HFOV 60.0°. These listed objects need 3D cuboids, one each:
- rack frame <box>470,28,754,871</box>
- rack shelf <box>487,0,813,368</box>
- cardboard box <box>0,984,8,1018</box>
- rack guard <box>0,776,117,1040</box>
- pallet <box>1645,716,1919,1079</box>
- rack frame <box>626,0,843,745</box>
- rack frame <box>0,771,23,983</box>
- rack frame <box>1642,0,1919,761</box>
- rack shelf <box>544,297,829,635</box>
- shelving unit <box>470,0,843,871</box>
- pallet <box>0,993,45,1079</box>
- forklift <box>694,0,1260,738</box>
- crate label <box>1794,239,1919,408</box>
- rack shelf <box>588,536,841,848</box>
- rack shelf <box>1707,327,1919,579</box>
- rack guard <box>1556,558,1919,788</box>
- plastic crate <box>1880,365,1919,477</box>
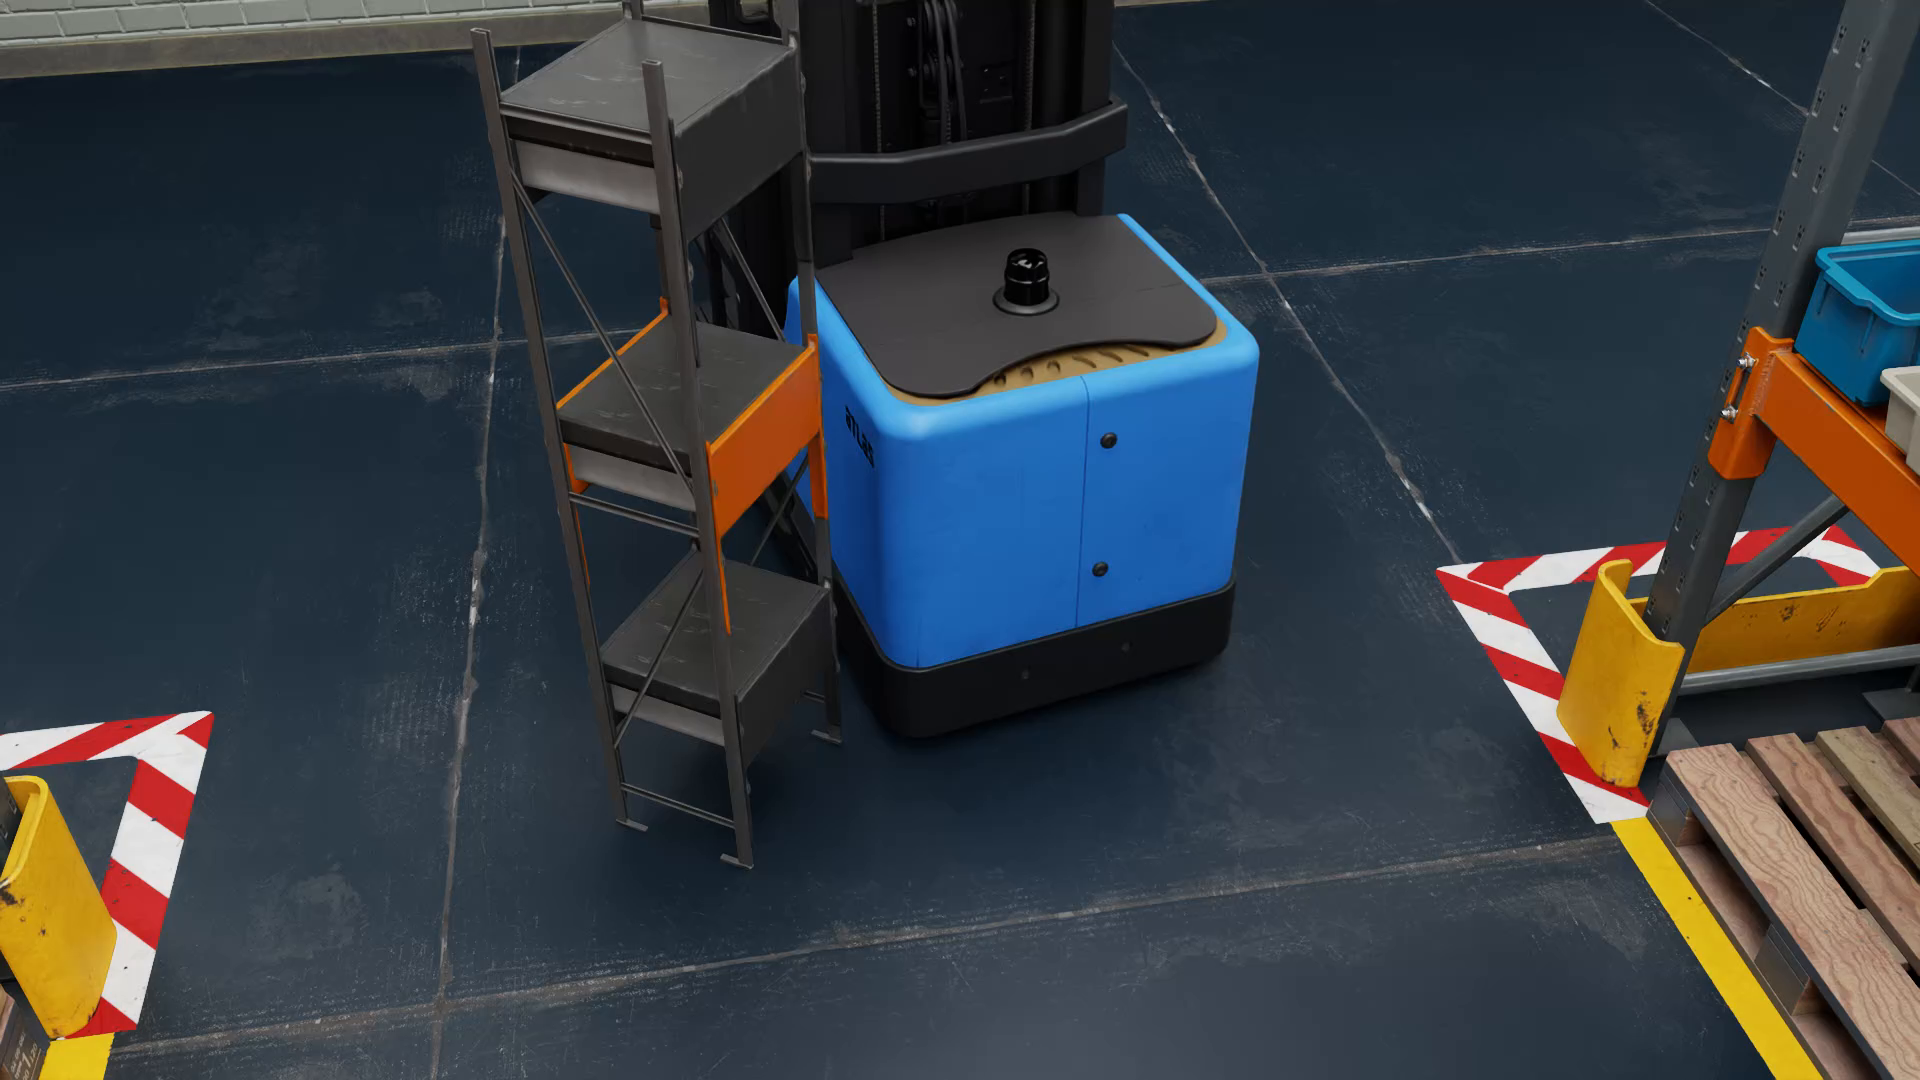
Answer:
[{"bbox_3d":[-0.704,-0.050,3.603,0.400,2.100,0.015,15,40,19],"label":"rack frame"},{"bbox_3d":[-0.605,-0.729,3.358,0.431,0.518,0.480,15,40,19],"label":"rack shelf"},{"bbox_3d":[-2.269,0.972,3.233,0.500,0.500,0.500,-6,38,-8],"label":"cardboard box"},{"bbox_3d":[-2.593,0.889,3.698,1.175,0.500,0.348,-6,38,-8],"label":"rack guard"},{"bbox_3d":[2.377,0.929,3.882,1.003,0.211,1.213,-6,38,-8],"label":"pallet"},{"bbox_3d":[-0.506,-0.324,3.955,0.400,2.100,0.015,15,40,19],"label":"rack frame"},{"bbox_3d":[-2.606,-0.144,2.990,1.000,3.000,0.127,-6,38,-8],"label":"rack frame"},{"bbox_3d":[2.271,-0.674,3.673,1.000,3.000,0.127,-6,38,-8],"label":"rack frame"},{"bbox_3d":[-0.605,-0.176,3.788,0.431,0.518,0.480,15,40,19],"label":"rack shelf"},{"bbox_3d":[-0.605,-0.187,3.779,0.431,2.100,0.503,15,40,19],"label":"shelving unit"},{"bbox_3d":[-2.452,1.485,3.167,1.003,0.211,1.213,-6,38,-8],"label":"pallet"},{"bbox_3d":[-0.242,-1.533,4.834,1.130,2.935,3.031,-14,40,-17],"label":"forklift"},{"bbox_3d":[1.990,-0.447,3.468,0.416,0.233,0.303,-6,38,-8],"label":"crate label"},{"bbox_3d":[-0.605,0.376,4.217,0.431,0.518,0.480,15,40,19],"label":"rack shelf"},{"bbox_3d":[2.622,0.818,2.339,1.077,0.370,4.000,-6,38,-8],"label":"rack shelf"},{"bbox_3d":[2.254,0.300,4.457,1.175,0.500,0.348,-6,38,-8],"label":"rack guard"},{"bbox_3d":[1.965,-0.207,3.237,0.250,0.136,0.298,-6,38,-8],"label":"plastic crate"}]
